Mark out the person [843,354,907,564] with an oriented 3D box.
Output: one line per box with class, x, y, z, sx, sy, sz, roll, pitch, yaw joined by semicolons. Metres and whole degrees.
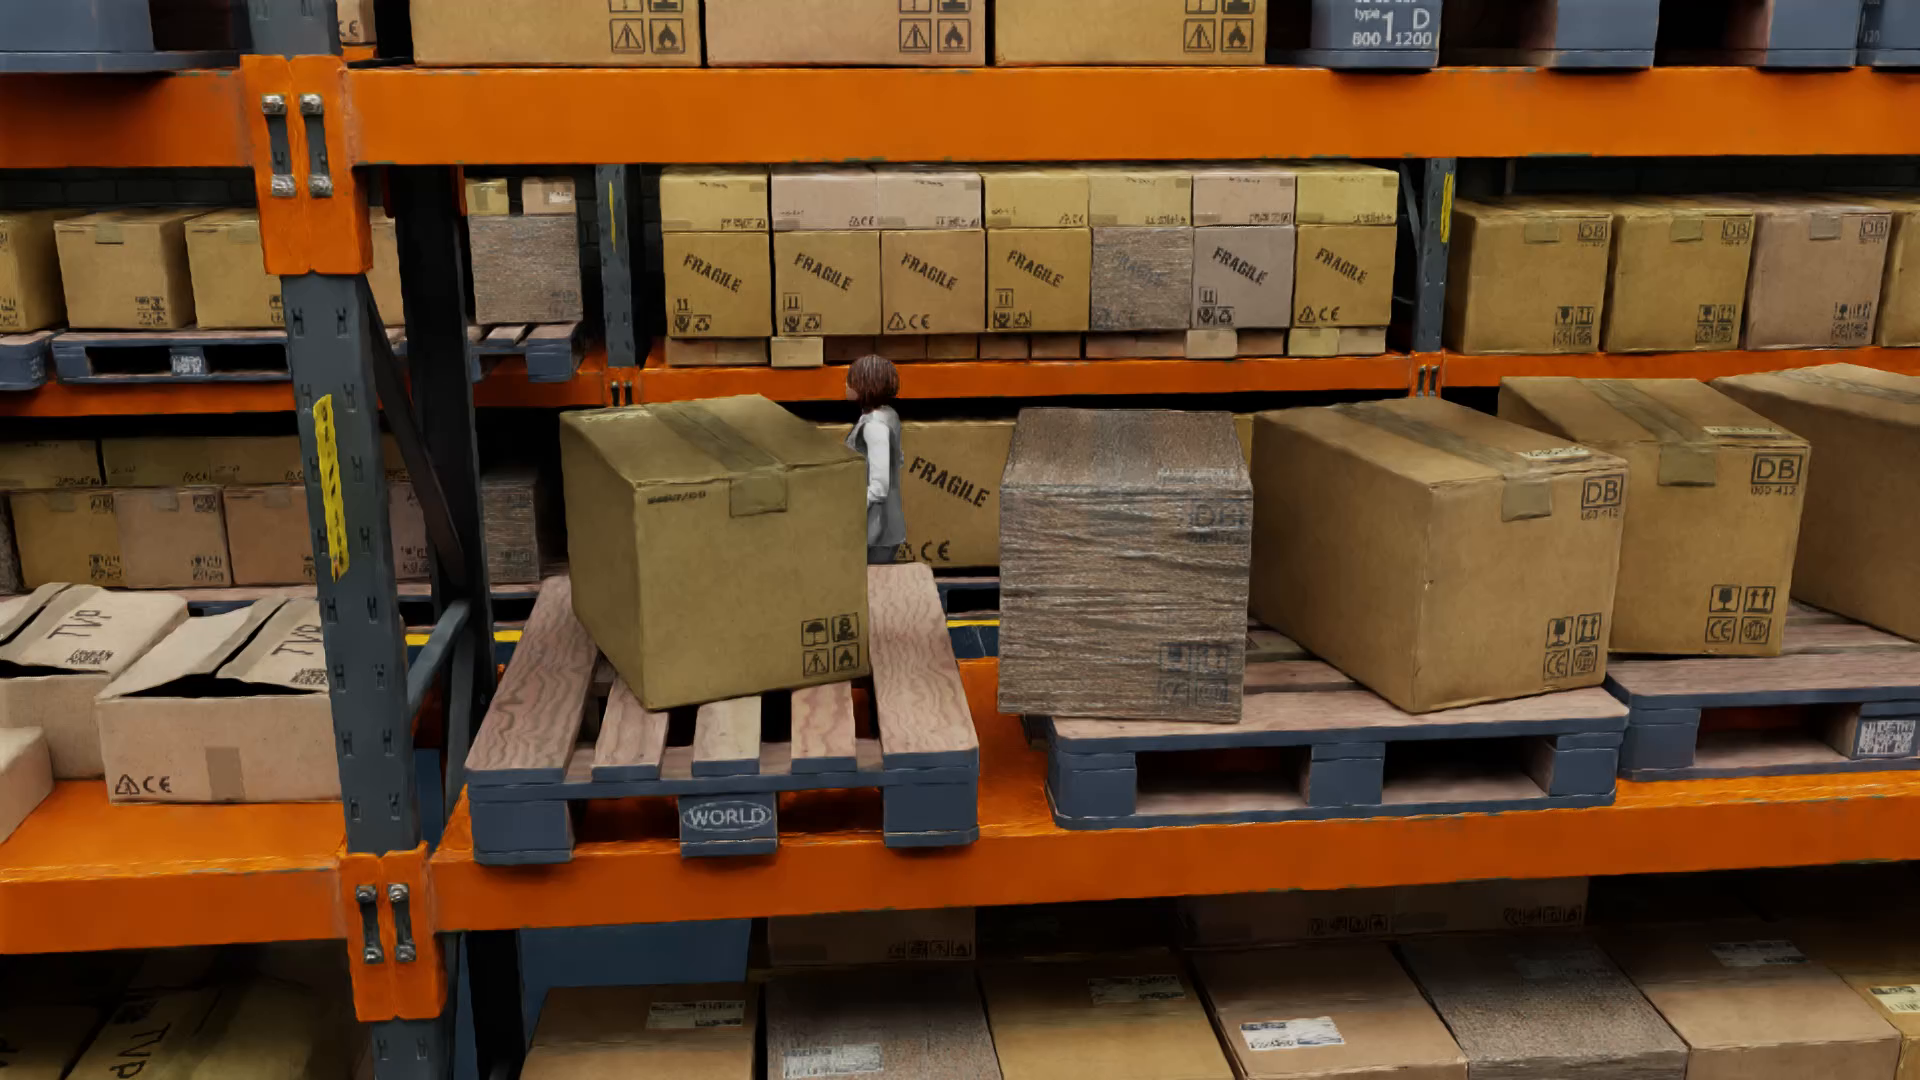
person;-0.436;-0.021;7.157;0.435;1.559;0.600;-2;17;-6
